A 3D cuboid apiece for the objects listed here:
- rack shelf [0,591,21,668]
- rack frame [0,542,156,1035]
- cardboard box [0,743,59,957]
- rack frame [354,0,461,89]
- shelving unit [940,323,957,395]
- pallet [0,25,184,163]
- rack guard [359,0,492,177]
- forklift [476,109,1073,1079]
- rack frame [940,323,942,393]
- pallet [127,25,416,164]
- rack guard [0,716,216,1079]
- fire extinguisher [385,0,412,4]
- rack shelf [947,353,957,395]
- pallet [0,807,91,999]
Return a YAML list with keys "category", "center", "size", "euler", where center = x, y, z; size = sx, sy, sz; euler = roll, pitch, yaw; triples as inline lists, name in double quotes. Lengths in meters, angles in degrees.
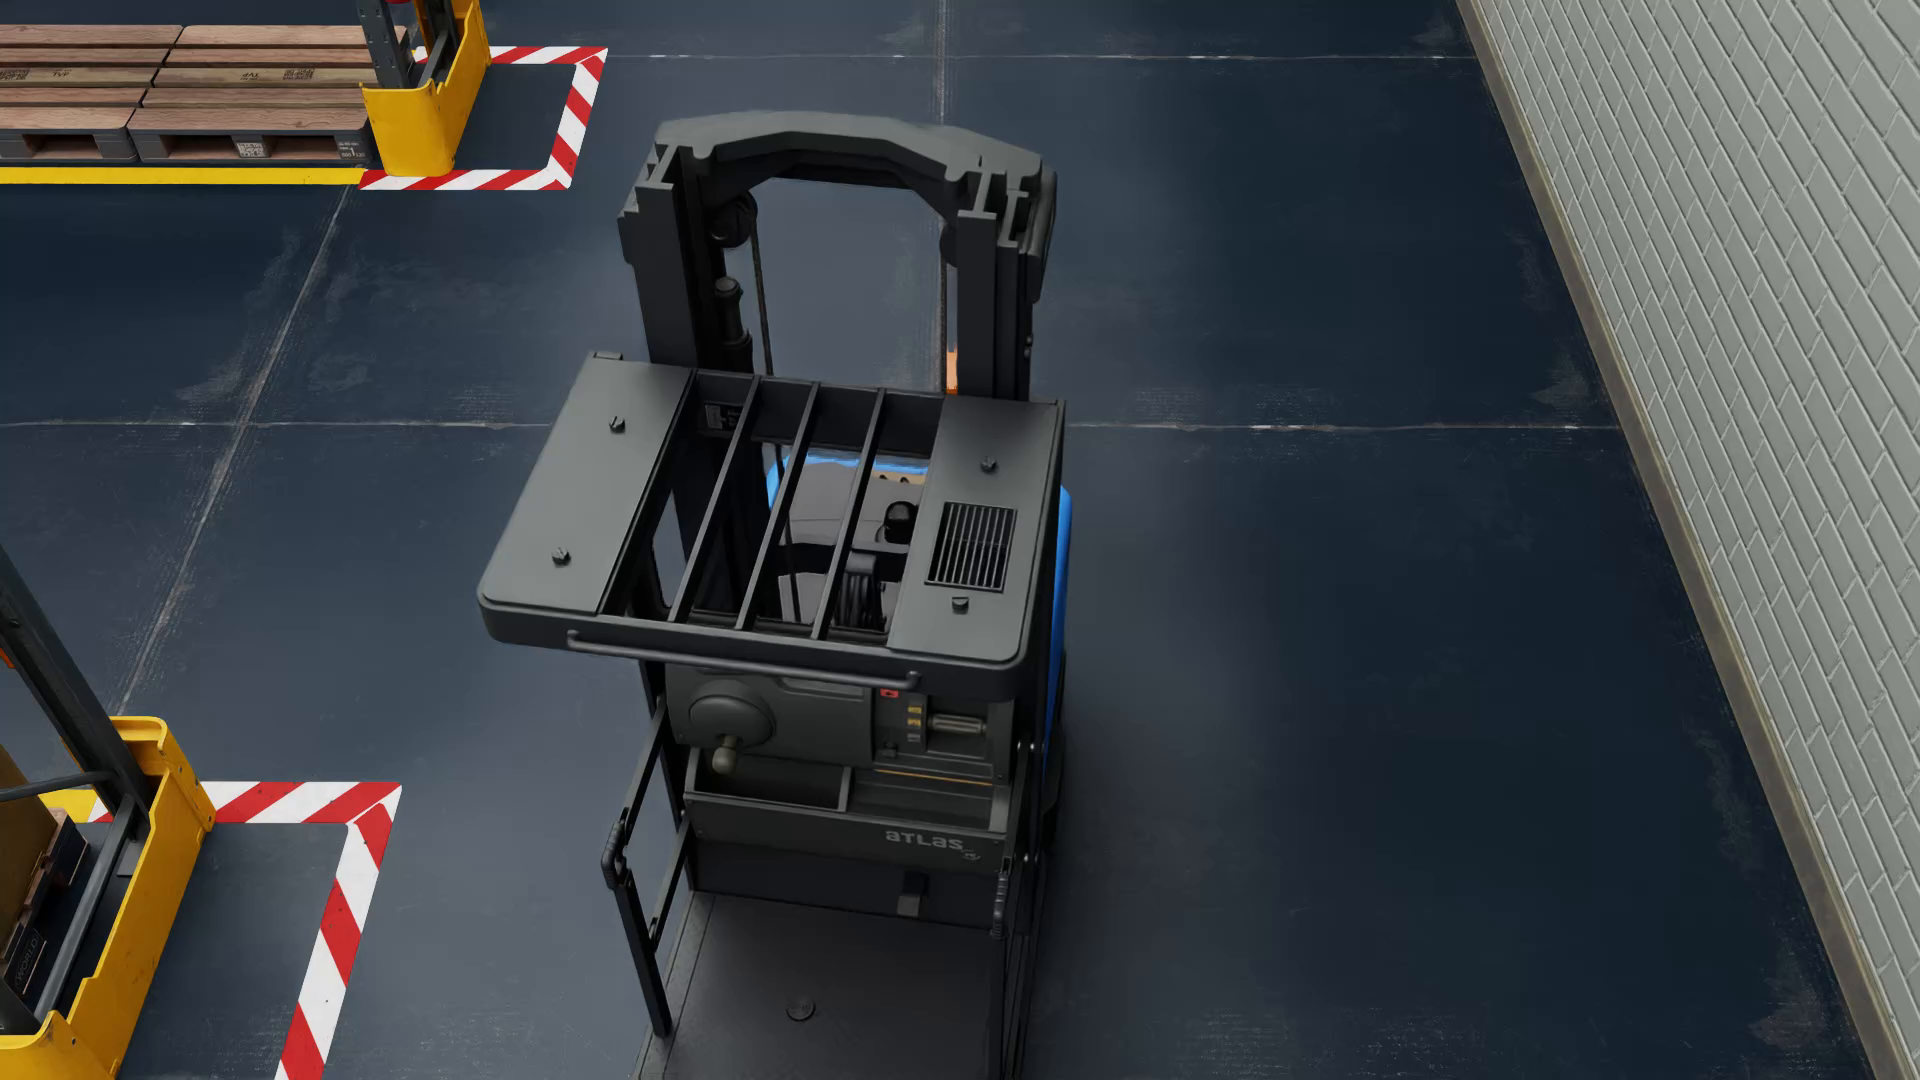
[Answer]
- category: "rack shelf"
  center: [-4.813, 0.574, 4.658]
  size: [4.000, 0.370, 1.077]
  euler: [0, 47, 0]
- category: "rack frame"
  center: [-2.813, 0.334, 4.390]
  size: [0.127, 3.000, 1.000]
  euler: [0, 47, 0]
- category: "cardboard box"
  center: [-3.453, 0.972, 4.961]
  size: [0.875, 0.875, 0.875]
  euler: [0, 47, 0]
- category: "rack frame"
  center: [-2.794, -3.292, 7.764]
  size: [0.127, 3.000, 1.000]
  euler: [0, 47, 0]
- category: "shelving unit"
  center: [0.053, -0.358, 6.366]
  size: [0.252, 1.050, 0.215]
  euler: [0, 47, 0]
- category: "pallet"
  center: [-4.836, -2.378, 8.819]
  size: [1.213, 0.211, 1.003]
  euler: [0, 47, 0]
- category: "rack guard"
  center: [-2.770, -2.449, 8.688]
  size: [0.348, 0.500, 1.175]
  euler: [0, 47, 0]
- category: "forklift"
  center: [-0.349, 0.552, 4.234]
  size: [1.130, 2.935, 3.031]
  euler: [6, 47, 6]
- category: "rack frame"
  center: [-0.069, -0.358, 6.366]
  size: [0.008, 1.050, 0.200]
  euler: [0, 47, 0]
- category: "pallet"
  center: [-3.619, -2.372, 8.814]
  size: [1.213, 0.211, 1.003]
  euler: [0, 47, 0]
- category: "rack guard"
  center: [-2.789, 1.186, 5.305]
  size: [0.348, 0.500, 1.175]
  euler: [0, 47, 0]
- category: "fire extinguisher"
  center: [-2.645, -2.805, 7.619]
  size: [0.183, 0.674, 0.296]
  euler: [0, 47, 0]
- category: "rack shelf"
  center: [0.054, -0.544, 6.166]
  size: [0.240, 0.259, 0.215]
  euler: [0, 47, 0]
- category: "pallet"
  center: [-3.612, 1.339, 5.359]
  size: [1.213, 0.211, 1.003]
  euler: [0, 47, 0]
